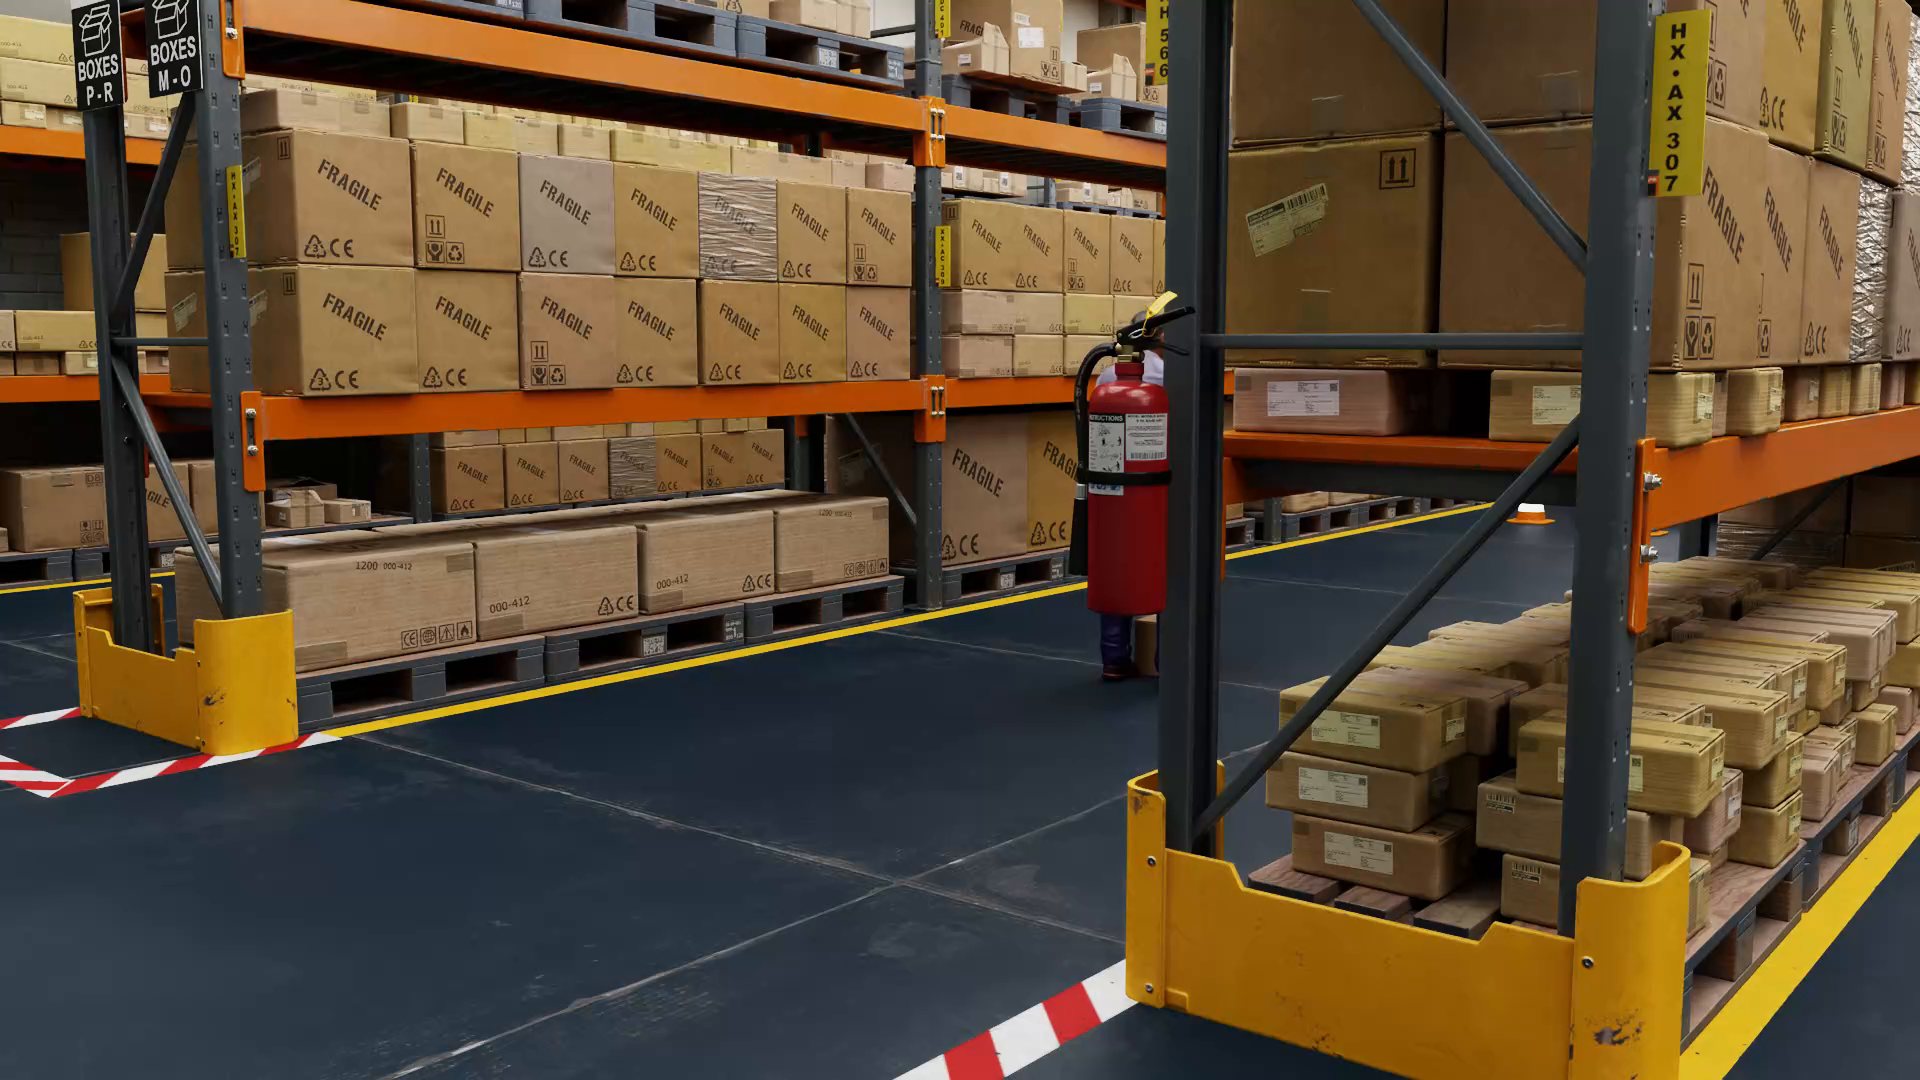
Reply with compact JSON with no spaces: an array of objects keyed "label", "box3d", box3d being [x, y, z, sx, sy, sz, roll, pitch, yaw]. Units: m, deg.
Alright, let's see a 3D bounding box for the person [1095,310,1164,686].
[{"label":"person","box3d":[0.833,-0.189,7.367,0.558,1.650,0.343,5,8,35]}]
